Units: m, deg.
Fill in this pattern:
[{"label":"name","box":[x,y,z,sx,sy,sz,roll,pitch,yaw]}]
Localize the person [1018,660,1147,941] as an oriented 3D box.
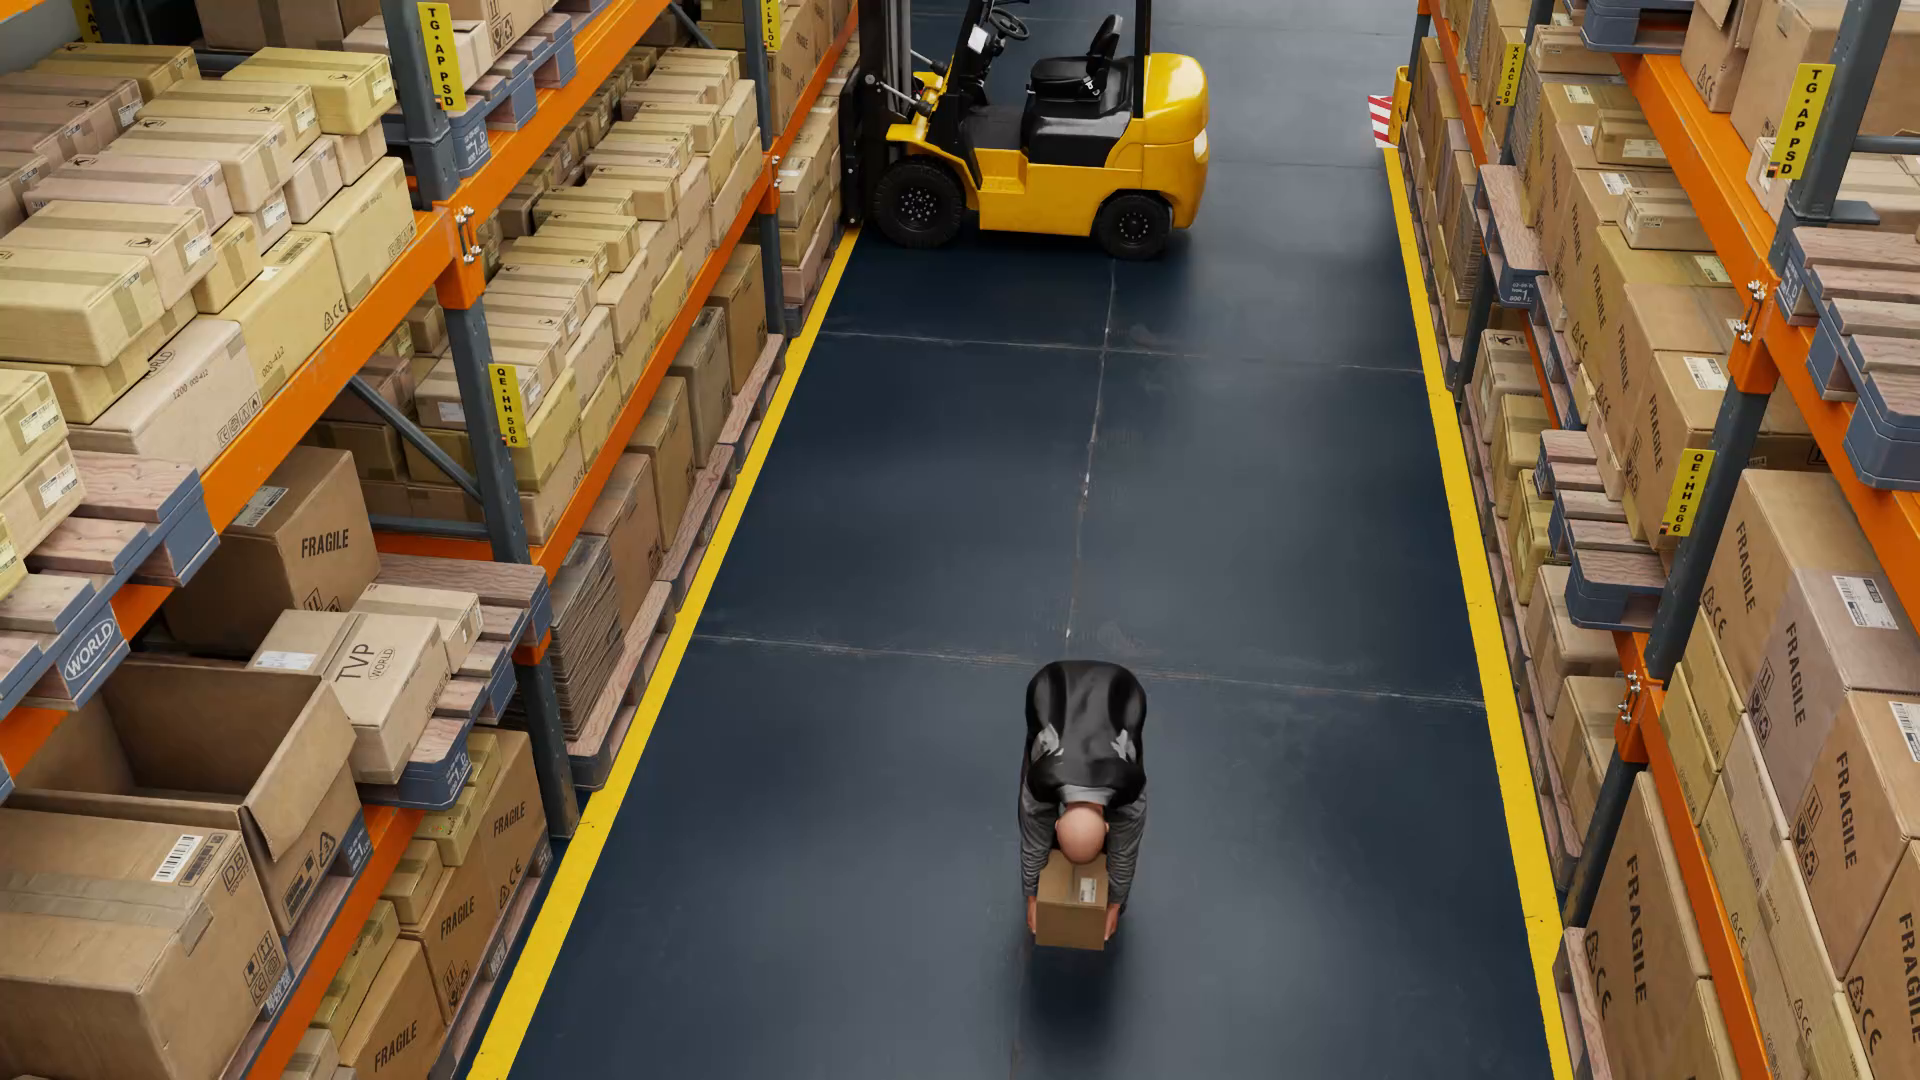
[{"label":"person","box":[0.446,1.056,6.133,0.475,1.100,0.961,3,36,4]}]
